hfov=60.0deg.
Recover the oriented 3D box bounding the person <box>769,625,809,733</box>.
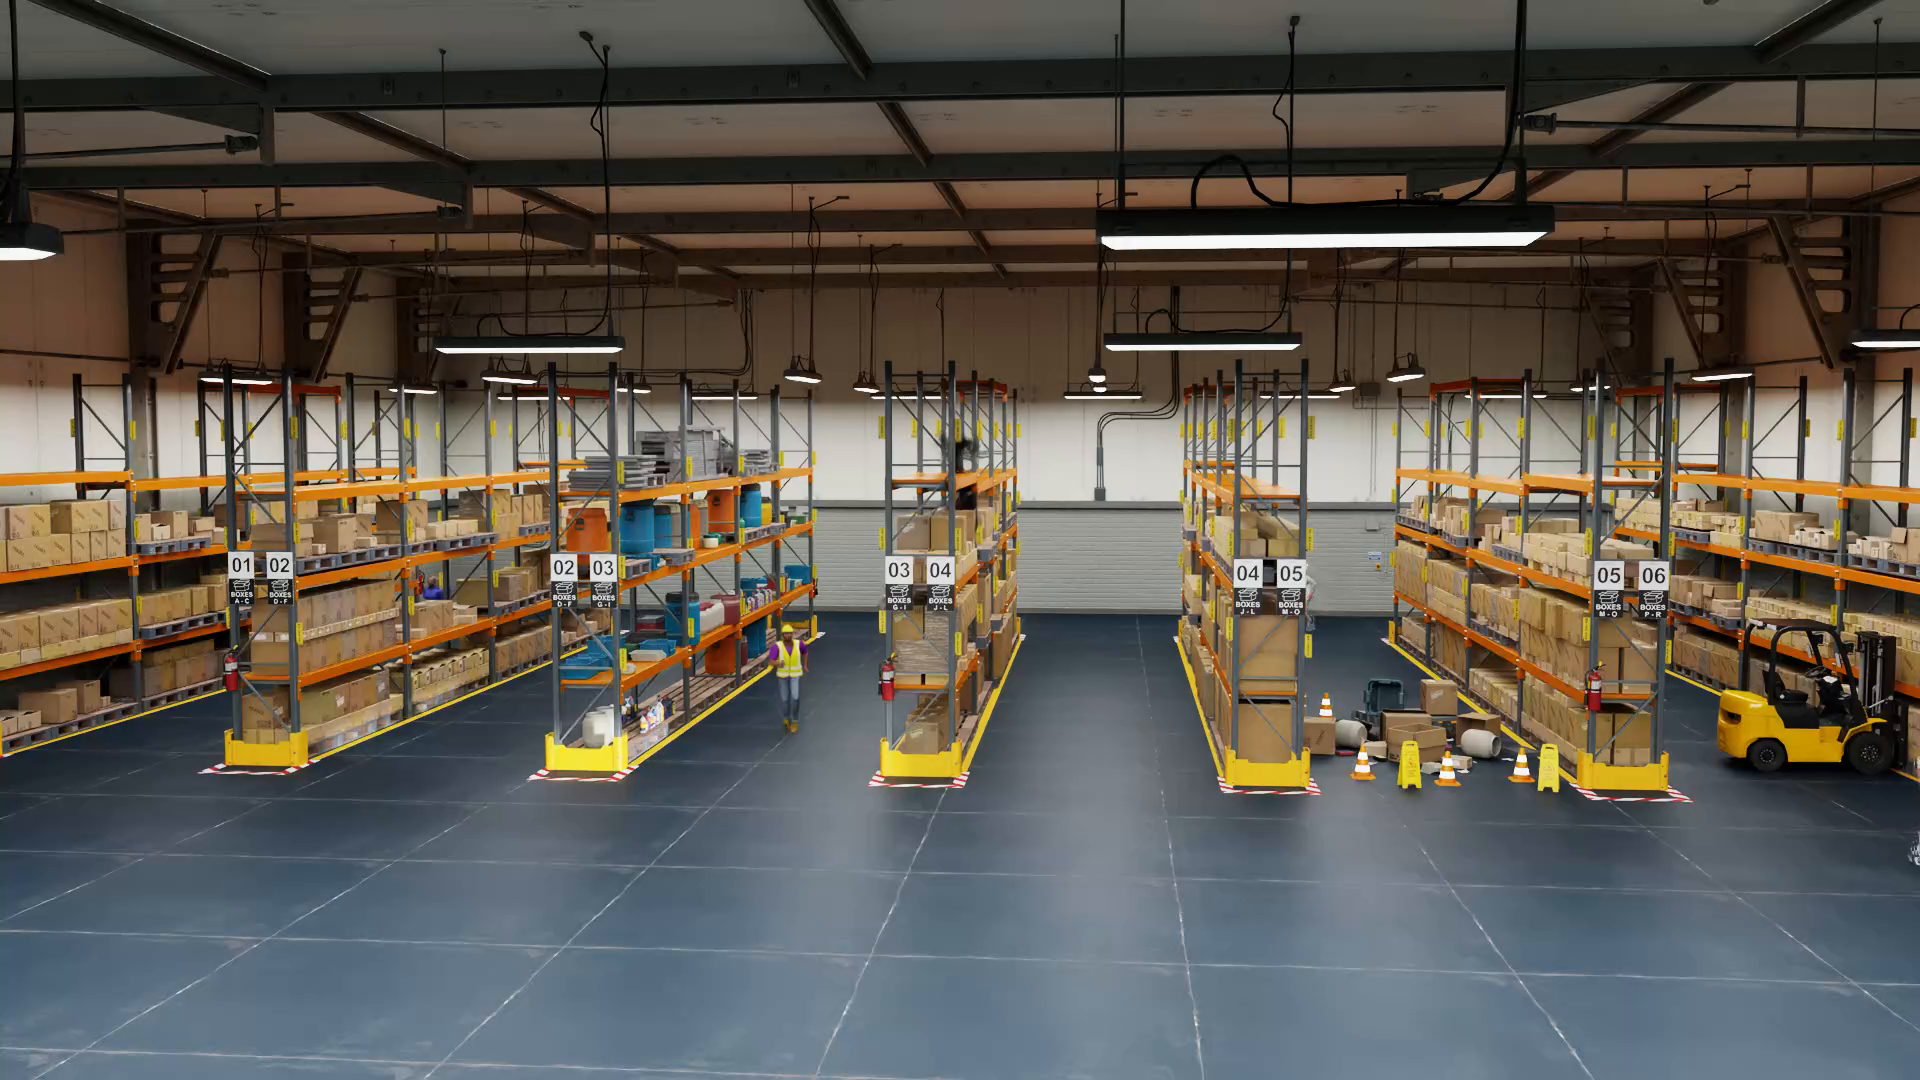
[{"bbox_3d":[-2.846,2.307,27.670,0.658,1.810,0.831,0,4,-5],"label":"person"}]

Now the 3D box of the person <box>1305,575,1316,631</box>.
[{"bbox_3d":[8.566,1.434,41.423,0.751,1.683,0.676,-2,4,-27],"label":"person"}]

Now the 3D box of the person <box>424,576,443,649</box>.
[{"bbox_3d":[-12.097,1.676,38.206,0.583,1.690,0.710,0,4,3],"label":"person"}]

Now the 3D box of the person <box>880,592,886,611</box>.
[{"bbox_3d":[-1.456,1.740,36.622,0.629,1.747,0.721,0,4,-2],"label":"person"}]
